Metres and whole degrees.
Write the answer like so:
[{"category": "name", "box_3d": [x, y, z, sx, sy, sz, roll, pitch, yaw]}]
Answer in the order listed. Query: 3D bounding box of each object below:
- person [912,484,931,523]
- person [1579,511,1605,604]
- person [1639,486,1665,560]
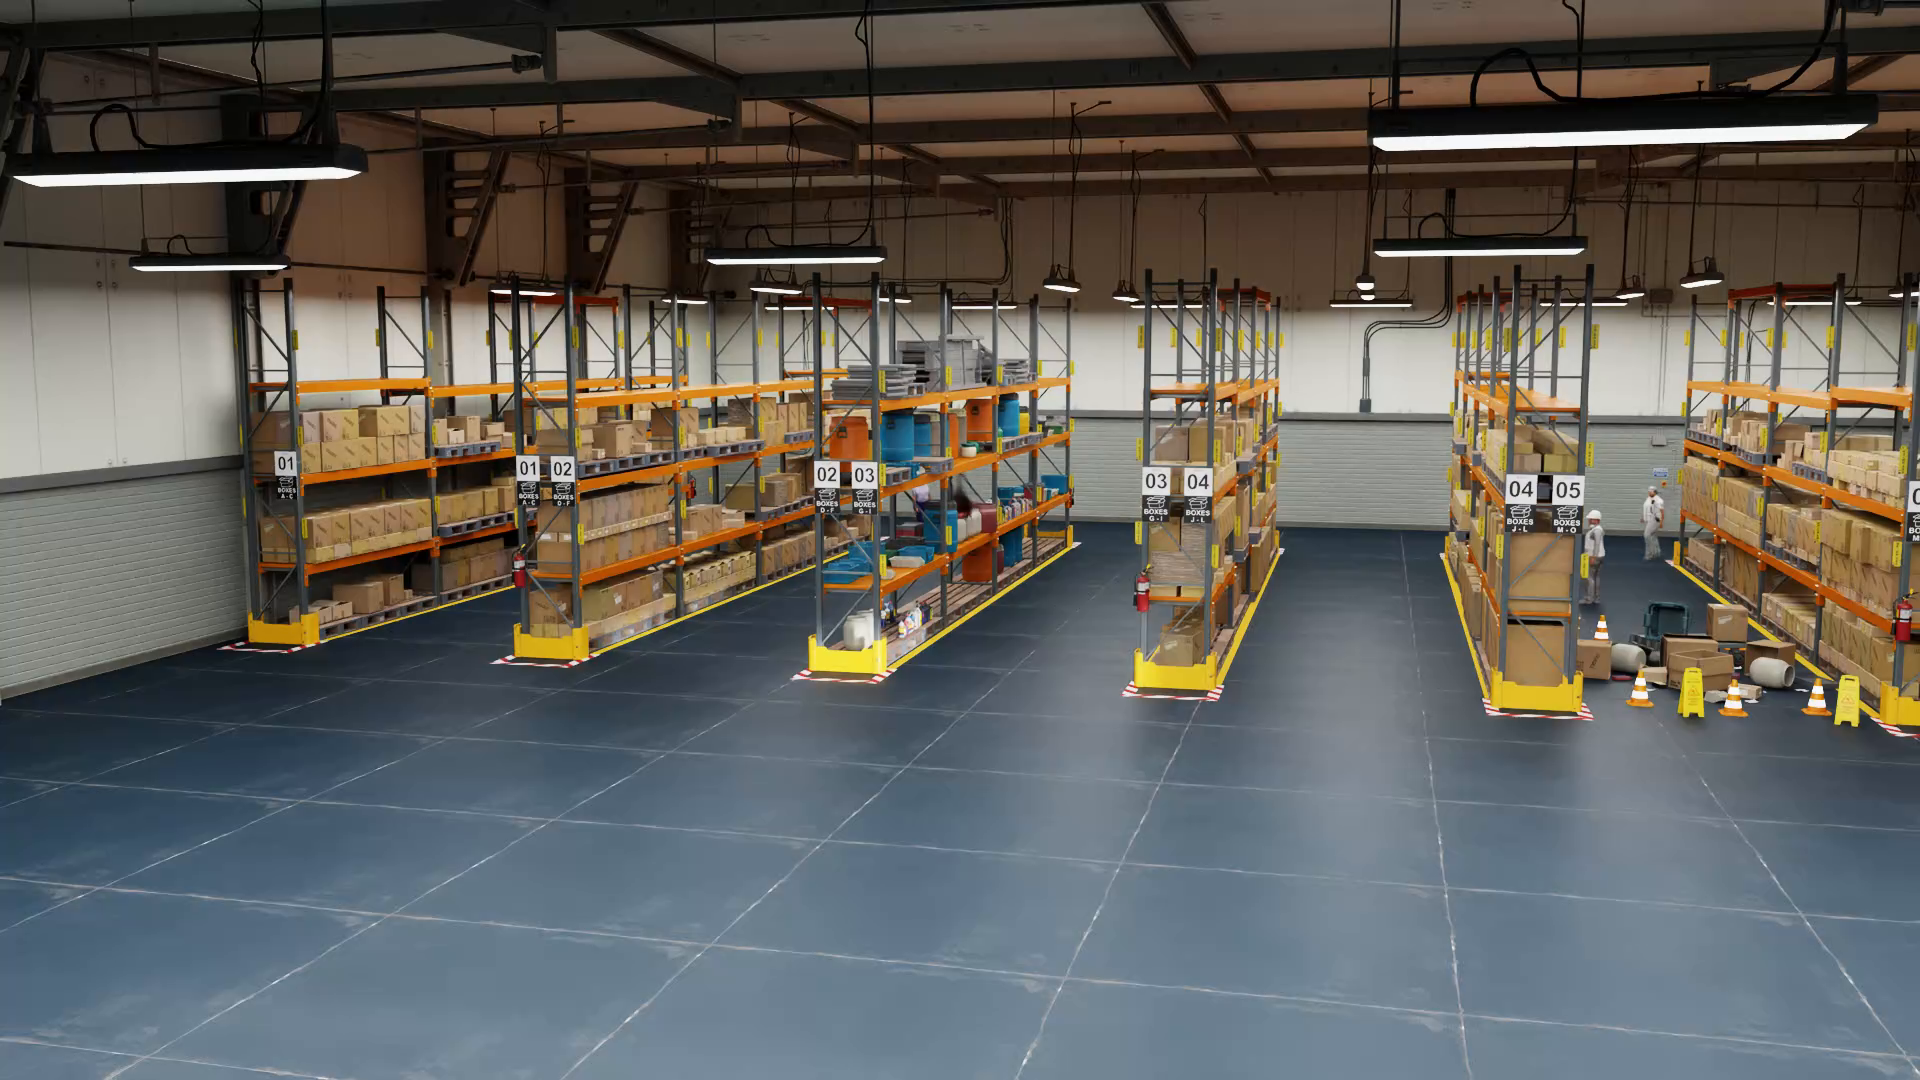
[{"category": "person", "box_3d": [-0.898, -0.792, 41.695, 0.584, 1.647, 0.508, -3, 7, -24]}, {"category": "person", "box_3d": [12.103, 0.324, 31.787, 0.413, 1.781, 0.583, 5, 9, 38]}, {"category": "person", "box_3d": [15.893, -0.393, 38.214, 0.583, 1.710, 0.484, -1, 7, -11]}]
